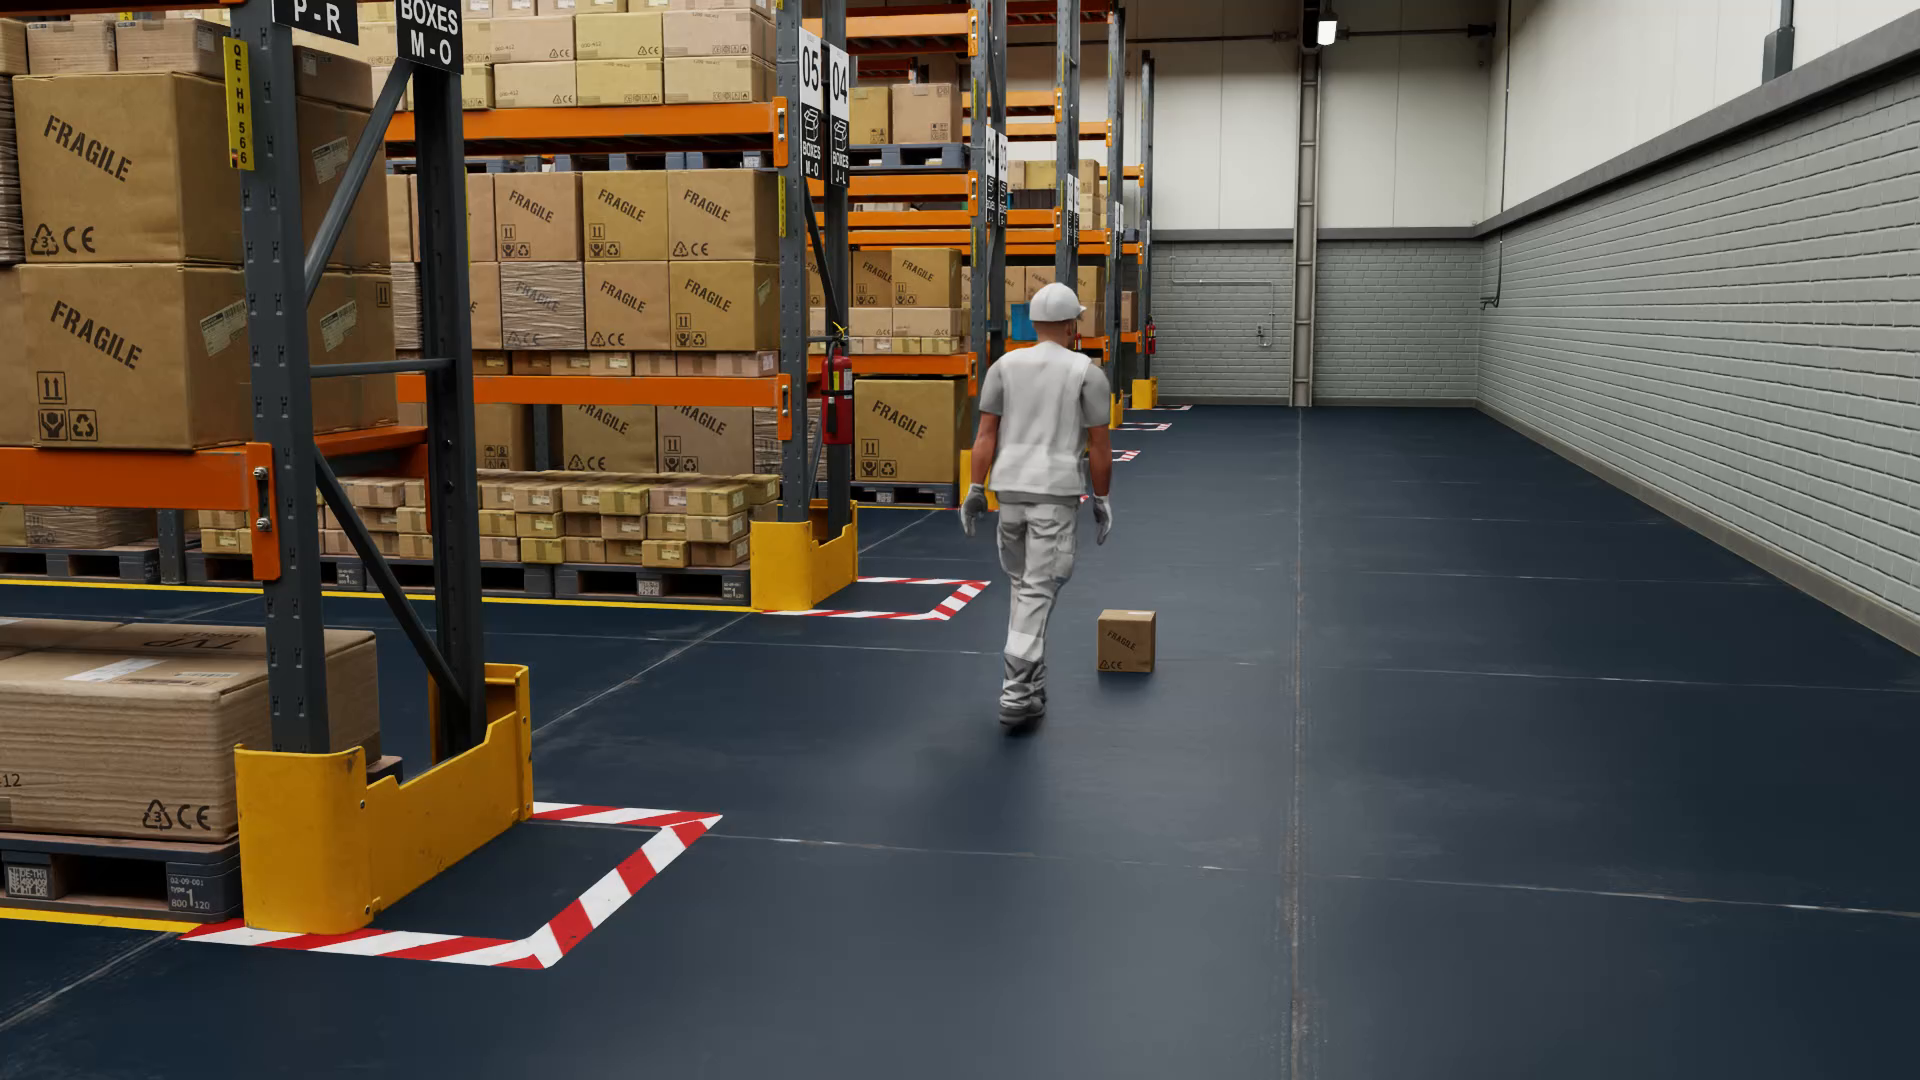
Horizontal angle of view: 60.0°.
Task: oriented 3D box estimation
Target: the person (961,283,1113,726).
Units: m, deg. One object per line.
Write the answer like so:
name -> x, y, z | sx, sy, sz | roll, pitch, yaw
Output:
person -> 0.336, -0.146, 6.807 | 0.578, 1.795, 0.698 | 4, 9, 26
